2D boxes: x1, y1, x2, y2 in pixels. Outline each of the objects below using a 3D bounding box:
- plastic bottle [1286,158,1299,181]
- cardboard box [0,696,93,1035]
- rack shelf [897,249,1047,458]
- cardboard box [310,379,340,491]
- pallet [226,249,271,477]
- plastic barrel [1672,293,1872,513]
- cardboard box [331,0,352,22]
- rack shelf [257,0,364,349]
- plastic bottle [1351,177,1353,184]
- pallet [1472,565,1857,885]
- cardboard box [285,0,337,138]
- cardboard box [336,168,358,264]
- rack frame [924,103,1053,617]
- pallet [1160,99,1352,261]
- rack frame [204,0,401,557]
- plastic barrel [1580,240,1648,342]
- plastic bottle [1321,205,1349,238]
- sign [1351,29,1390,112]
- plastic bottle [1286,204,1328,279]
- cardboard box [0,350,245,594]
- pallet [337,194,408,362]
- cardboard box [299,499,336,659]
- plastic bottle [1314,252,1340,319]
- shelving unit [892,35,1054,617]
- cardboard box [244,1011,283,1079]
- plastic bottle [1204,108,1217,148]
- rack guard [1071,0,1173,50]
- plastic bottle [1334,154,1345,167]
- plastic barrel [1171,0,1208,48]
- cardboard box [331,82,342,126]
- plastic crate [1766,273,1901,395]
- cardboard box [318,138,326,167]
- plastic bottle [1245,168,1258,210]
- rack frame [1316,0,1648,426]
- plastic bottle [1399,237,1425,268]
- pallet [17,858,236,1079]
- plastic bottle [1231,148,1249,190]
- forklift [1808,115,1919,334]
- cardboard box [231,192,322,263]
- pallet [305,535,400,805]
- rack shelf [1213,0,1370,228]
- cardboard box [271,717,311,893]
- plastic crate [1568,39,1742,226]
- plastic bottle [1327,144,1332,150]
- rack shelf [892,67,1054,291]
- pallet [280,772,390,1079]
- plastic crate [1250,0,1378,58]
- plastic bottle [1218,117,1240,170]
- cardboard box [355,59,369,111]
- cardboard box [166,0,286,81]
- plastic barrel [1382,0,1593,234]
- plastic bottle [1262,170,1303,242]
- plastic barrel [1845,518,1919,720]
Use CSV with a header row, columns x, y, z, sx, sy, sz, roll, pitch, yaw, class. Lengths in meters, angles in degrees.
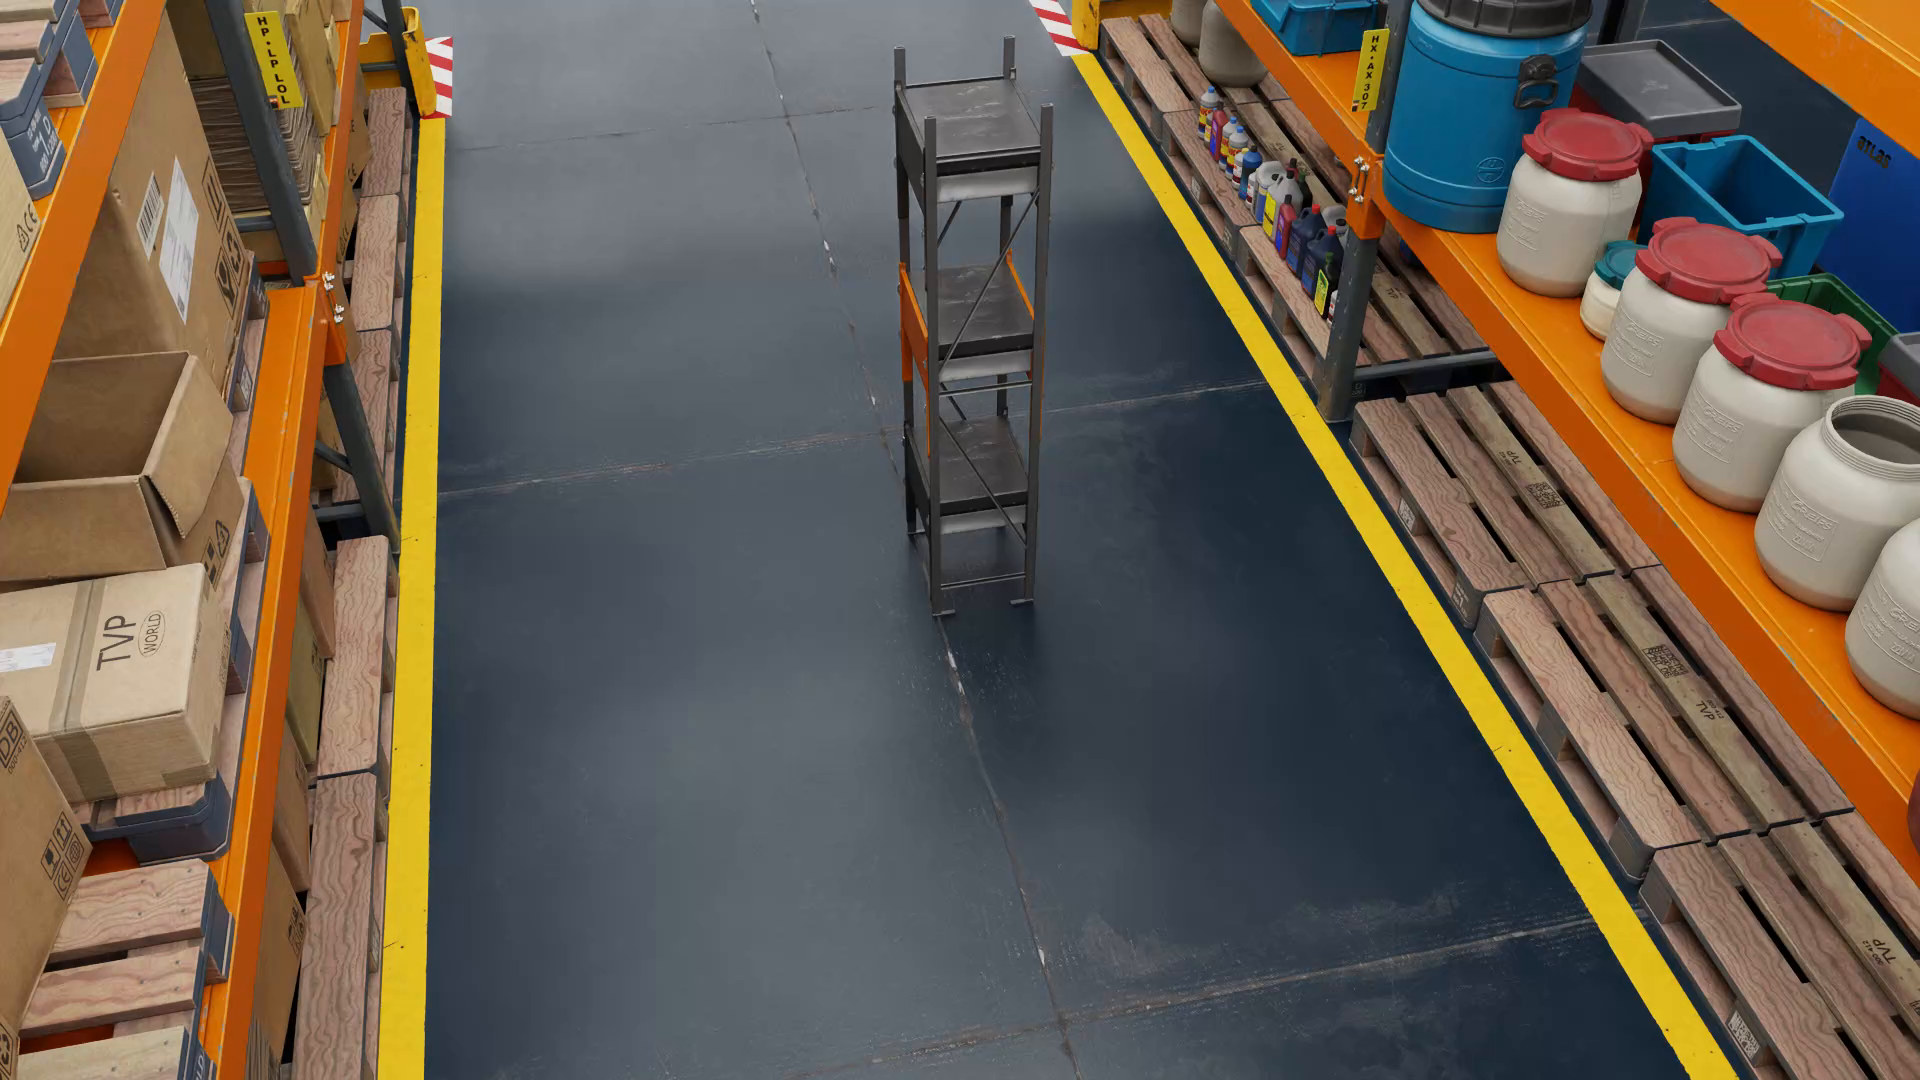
x,y,z,sx,sy,sz,roll,pitch,yaw,class
1.628,-1.718,8.140,0.061,0.283,0.133,-8,42,-9,plastic bottle
-2.259,0.679,3.334,0.700,0.500,0.500,-3,42,-3,cardboard box
0.036,-0.668,5.941,0.431,0.518,0.480,-8,42,-9,rack shelf
-2.796,-0.515,6.637,0.500,0.500,0.500,-10,42,-11,cardboard box
-2.726,-0.440,5.131,1.003,0.211,1.213,-8,42,-9,pallet
2.331,-0.381,4.817,0.433,0.535,0.433,0,42,0,plastic barrel
-2.923,-2.414,7.400,0.380,0.149,0.250,-8,42,-9,cardboard box
-3.181,-2.055,7.348,1.077,0.370,4.000,-8,42,-9,rack shelf
2.046,-1.827,8.269,0.152,0.276,0.135,-8,42,-9,plastic bottle
2.561,0.601,5.914,1.003,0.211,1.213,-8,42,-9,pallet
-2.859,-1.806,6.226,0.875,0.500,0.500,-8,42,-9,cardboard box
-3.215,-1.645,7.910,0.500,0.500,0.500,-5,42,-5,cardboard box
0.088,-0.520,5.754,0.400,2.100,0.015,-8,42,-9,rack frame
1.716,-1.928,8.764,1.003,0.211,1.213,-8,42,-9,pallet
-2.749,-1.028,5.648,1.000,3.000,0.127,-8,42,-9,rack frame
2.223,-0.806,5.503,0.301,0.262,0.301,0,42,0,plastic barrel
1.765,-1.422,7.812,0.152,0.276,0.135,-8,42,-9,plastic bottle
1.548,-1.769,6.275,0.100,0.325,0.005,-8,42,-9,sign
1.625,-1.412,7.745,0.144,0.351,0.185,-10,43,-11,plastic bottle
-2.285,-0.113,4.224,0.797,0.503,0.637,-4,42,-5,cardboard box
-3.195,-1.208,7.952,1.003,0.211,1.213,-8,42,-9,pallet
-2.637,0.143,5.880,0.700,0.500,0.500,-11,43,-13,cardboard box
1.661,-1.151,7.502,0.061,0.283,0.133,-6,42,-7,plastic bottle
0.036,-0.678,5.932,0.431,2.100,0.503,-8,42,-9,shelving unit
-2.182,1.546,4.300,0.700,0.500,0.500,-12,43,-13,cardboard box
1.333,-2.161,8.702,0.097,0.201,0.097,0,42,0,plastic bottle
1.286,-3.353,10.151,1.175,0.500,0.348,-8,42,-9,rack guard
1.988,-2.034,8.558,0.097,0.201,0.097,0,42,0,plastic bottle
1.440,-3.141,9.587,0.421,0.512,0.421,0,42,0,plastic barrel
-2.701,-1.767,6.670,0.380,0.149,0.250,-8,42,-9,cardboard box
2.739,-0.570,5.292,0.450,0.188,0.662,-8,42,-9,plastic crate
-2.624,-1.438,6.300,0.380,0.149,0.250,-8,42,-9,cardboard box
1.472,-1.744,8.232,0.097,0.201,0.097,0,42,0,plastic bottle
2.087,-1.738,6.448,1.000,3.000,0.127,-8,42,-9,rack frame
2.177,-1.474,7.814,0.144,0.351,0.185,-8,42,-9,plastic bottle
-2.143,1.190,3.294,1.213,0.211,1.003,-8,42,-9,pallet
1.428,-1.877,8.382,0.097,0.201,0.097,0,42,0,plastic bottle
4.802,-1.358,6.073,1.130,2.935,3.031,-9,42,-10,forklift
-2.502,-1.116,5.937,0.380,0.149,0.250,-8,42,-9,cardboard box
-2.580,0.519,6.006,1.003,0.211,1.213,-8,42,-9,pallet
1.656,-2.765,8.147,1.077,0.370,4.000,-8,42,-9,rack shelf
-2.432,0.818,5.121,0.700,0.500,0.500,-12,43,-13,cardboard box
2.490,-1.492,6.123,0.402,0.464,0.583,-8,42,-9,plastic crate
1.972,-2.169,8.648,0.061,0.283,0.133,-8,42,-9,plastic bottle
0.036,-1.191,5.476,0.431,0.518,0.480,-8,42,-9,rack shelf
-2.313,1.312,5.113,1.003,0.211,1.213,-8,42,-9,pallet
1.583,-2.360,7.262,0.499,0.251,0.616,-8,42,-9,plastic crate
1.385,-2.033,8.504,0.097,0.271,0.097,0,42,0,plastic bottle
-3.494,-2.436,8.801,0.500,0.500,0.500,-1,42,-1,cardboard box
-2.598,-1.879,5.554,0.500,0.500,0.500,-8,42,-9,cardboard box
1.875,-1.631,5.951,0.600,0.901,0.708,-8,42,-9,plastic barrel
1.556,-1.621,7.981,0.144,0.351,0.185,-9,42,-10,plastic bottle
2.520,0.177,4.207,0.421,0.512,0.421,0,42,0,plastic barrel
